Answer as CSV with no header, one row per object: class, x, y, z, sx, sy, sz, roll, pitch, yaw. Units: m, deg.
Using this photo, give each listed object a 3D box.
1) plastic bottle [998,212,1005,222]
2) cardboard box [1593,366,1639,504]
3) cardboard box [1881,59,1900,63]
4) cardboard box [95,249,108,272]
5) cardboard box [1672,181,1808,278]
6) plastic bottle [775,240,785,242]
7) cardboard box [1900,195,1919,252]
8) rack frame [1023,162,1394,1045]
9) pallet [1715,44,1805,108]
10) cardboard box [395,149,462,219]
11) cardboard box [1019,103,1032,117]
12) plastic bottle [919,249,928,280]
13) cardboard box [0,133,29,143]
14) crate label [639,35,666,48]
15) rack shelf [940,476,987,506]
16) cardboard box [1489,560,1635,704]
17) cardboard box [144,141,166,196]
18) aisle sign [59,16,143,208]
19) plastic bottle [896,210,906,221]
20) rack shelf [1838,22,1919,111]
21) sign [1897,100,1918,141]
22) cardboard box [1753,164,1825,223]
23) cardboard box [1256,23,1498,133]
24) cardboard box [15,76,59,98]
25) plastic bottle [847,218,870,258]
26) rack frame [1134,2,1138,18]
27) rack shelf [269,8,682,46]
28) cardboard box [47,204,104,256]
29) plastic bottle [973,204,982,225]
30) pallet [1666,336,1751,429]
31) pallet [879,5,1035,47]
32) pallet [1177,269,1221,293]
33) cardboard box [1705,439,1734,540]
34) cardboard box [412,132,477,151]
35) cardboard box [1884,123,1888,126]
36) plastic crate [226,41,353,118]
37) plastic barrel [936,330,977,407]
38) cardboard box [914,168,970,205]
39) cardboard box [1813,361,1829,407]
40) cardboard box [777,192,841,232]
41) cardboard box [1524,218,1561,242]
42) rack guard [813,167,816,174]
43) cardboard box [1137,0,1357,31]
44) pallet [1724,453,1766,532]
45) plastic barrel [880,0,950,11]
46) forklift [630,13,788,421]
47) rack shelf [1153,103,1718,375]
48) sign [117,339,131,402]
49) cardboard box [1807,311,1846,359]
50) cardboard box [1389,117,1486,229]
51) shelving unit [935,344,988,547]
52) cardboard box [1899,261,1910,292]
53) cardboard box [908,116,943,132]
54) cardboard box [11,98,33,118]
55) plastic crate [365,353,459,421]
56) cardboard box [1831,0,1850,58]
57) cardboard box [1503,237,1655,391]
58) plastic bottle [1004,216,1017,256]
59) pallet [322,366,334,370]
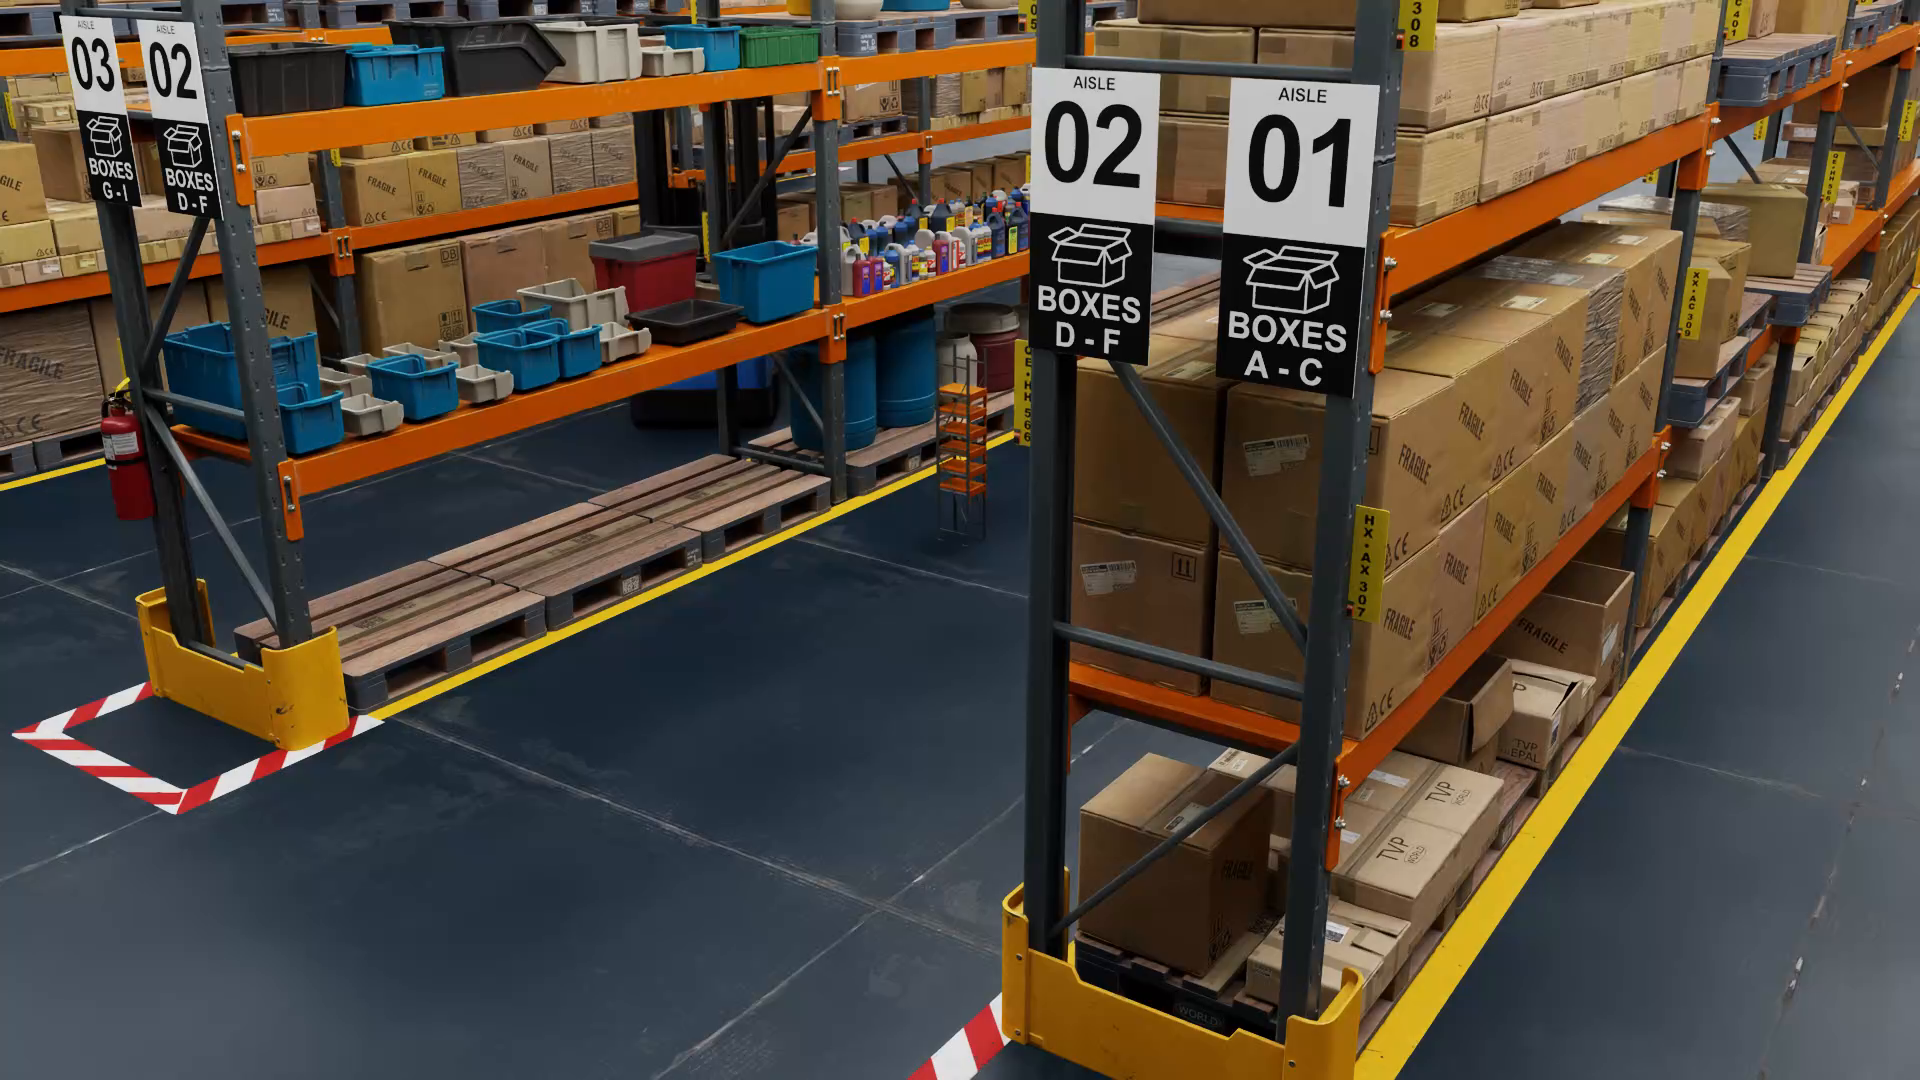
plastic bottle,0.317,-2.288,12.296,0.061,0.283,0.133,13,24,32
cardboard box,2.545,-0.486,7.110,0.500,0.500,0.500,14,25,33
cardboard box,7.927,-4.005,14.754,0.700,0.500,0.500,13,24,32
cardboard box,-6.055,-2.003,11.717,0.380,0.149,0.250,14,24,33
cardboard box,4.890,-1.969,10.515,0.700,0.500,0.500,5,21,14
plastic bottle,-1.238,-1.865,11.163,0.152,0.276,0.135,13,24,32
cardboard box,9.593,-3.271,17.060,0.500,0.500,0.500,13,24,32
rack frame,0.654,0.367,4.948,1.000,3.000,0.127,13,24,32
pallet,3.327,-2.272,8.032,1.213,0.211,1.003,13,24,32
cardboard box,-4.541,-2.988,13.875,0.500,0.500,0.500,13,24,32
cardboard box,0.712,-5.466,21.080,0.380,0.149,0.250,13,24,32
plastic bottle,-0.268,-1.874,11.293,0.097,0.201,0.097,0,20,0
cardboard box,-9.274,-3.941,16.353,0.380,0.149,0.250,13,24,31
crate label,-1.706,-2.947,9.963,0.293,0.136,0.466,13,24,32
rack shelf,0.008,-0.300,10.167,0.258,0.103,0.180,13,24,32
cardboard box,2.817,0.404,7.817,0.500,0.500,0.500,13,24,32
cardboard box,-5.610,-2.807,12.237,0.500,0.500,0.500,14,24,32
aisle sign,-3.723,-1.855,7.210,0.394,0.787,0.004,13,24,32
plastic bottle,-0.450,-2.299,12.324,0.061,0.283,0.133,13,24,32
rack shelf,6.276,-3.571,12.309,1.077,0.370,4.000,13,24,32
sign,7.854,-3.479,13.791,0.100,0.325,0.005,13,24,32
cardboard box,6.377,-2.611,12.855,0.500,0.500,0.500,13,24,32
cardboard box,1.158,-1.300,4.628,0.500,0.250,0.500,13,24,32
cardboard box,-11.583,-5.621,20.634,0.500,0.250,0.500,13,24,30
plastic bottle,-0.723,-2.077,11.627,0.144,0.351,0.185,13,24,32
rack frame,1.057,-2.895,13.768,1.000,3.000,0.127,13,24,32
rack shelf,-4.164,-4.357,14.432,1.077,0.370,4.000,13,24,32
cardboard box,-6.182,-2.165,11.580,0.500,0.250,0.500,13,24,31
plastic bottle,0.123,-2.542,13.099,0.097,0.201,0.097,0,20,0
pallet,3.442,-0.898,8.646,1.003,0.211,1.213,13,24,32
pallet,-0.197,-3.636,11.719,1.003,0.211,1.213,13,24,32
pallet,2.896,-2.502,16.725,1.003,0.211,1.213,13,24,32
cardboard box,4.239,-0.348,9.850,0.500,0.500,0.500,12,24,30
cardboard box,-4.540,-3.610,14.111,0.797,0.503,0.637,14,24,32
cardboard box,7.852,-3.538,14.427,0.380,0.149,0.250,14,24,33
plastic crate,-2.993,-2.001,7.217,0.497,0.269,0.590,13,24,32
plastic barrel,-0.083,-1.278,12.377,0.421,0.512,0.421,0,20,0
cardboard box,-0.217,-4.306,20.580,0.500,0.500,0.500,-15,25,-35
cardboard box,6.258,-1.223,12.606,0.500,0.250,0.500,13,24,30
cardboard box,-1.752,-3.577,18.580,0.700,0.500,0.500,11,23,27
cardboard box,2.405,-1.216,7.643,0.500,0.500,0.500,14,24,33
rack guard,-2.574,-5.987,25.731,1.175,0.500,0.348,13,24,32
cardboard box,0.929,-1.706,4.644,0.700,0.500,0.500,13,24,32
pallet,4.700,-0.413,11.078,1.003,0.211,1.213,13,24,32
plastic barrel,-0.359,-4.106,11.390,0.600,0.901,0.708,13,24,32
forklift,-2.000,-2.731,13.423,1.130,2.935,3.031,-1,20,-2
rack shelf,1.778,-1.276,6.104,1.077,0.370,4.000,13,24,32
sign,-3.904,-0.779,7.812,0.100,0.325,0.005,13,24,32
cardboard box,6.554,-1.637,12.917,0.500,0.311,0.500,13,24,31
cardboard box,1.153,-1.067,4.718,0.500,0.250,0.500,13,24,32
shelving unit,0.008,-0.567,10.068,0.258,1.200,0.189,13,24,32
cardboard box,9.041,-2.630,16.408,0.500,0.250,0.500,13,24,32
cardboard box,-0.421,-4.894,19.534,0.380,0.149,0.250,13,24,32
cardboard box,-9.269,-4.221,16.252,0.380,0.149,0.250,15,25,34
plastic crate,-2.659,-0.745,8.110,0.416,0.233,0.300,13,24,32
cardboard box,4.934,-3.250,10.260,0.910,0.500,0.500,13,24,32
cardboard box,2.547,-0.953,6.932,0.500,0.500,0.500,13,24,31
plastic bottle,0.361,-2.222,12.116,0.061,0.283,0.133,13,24,32
pallet,-5.780,-1.203,13.212,1.003,0.211,1.213,13,24,32
